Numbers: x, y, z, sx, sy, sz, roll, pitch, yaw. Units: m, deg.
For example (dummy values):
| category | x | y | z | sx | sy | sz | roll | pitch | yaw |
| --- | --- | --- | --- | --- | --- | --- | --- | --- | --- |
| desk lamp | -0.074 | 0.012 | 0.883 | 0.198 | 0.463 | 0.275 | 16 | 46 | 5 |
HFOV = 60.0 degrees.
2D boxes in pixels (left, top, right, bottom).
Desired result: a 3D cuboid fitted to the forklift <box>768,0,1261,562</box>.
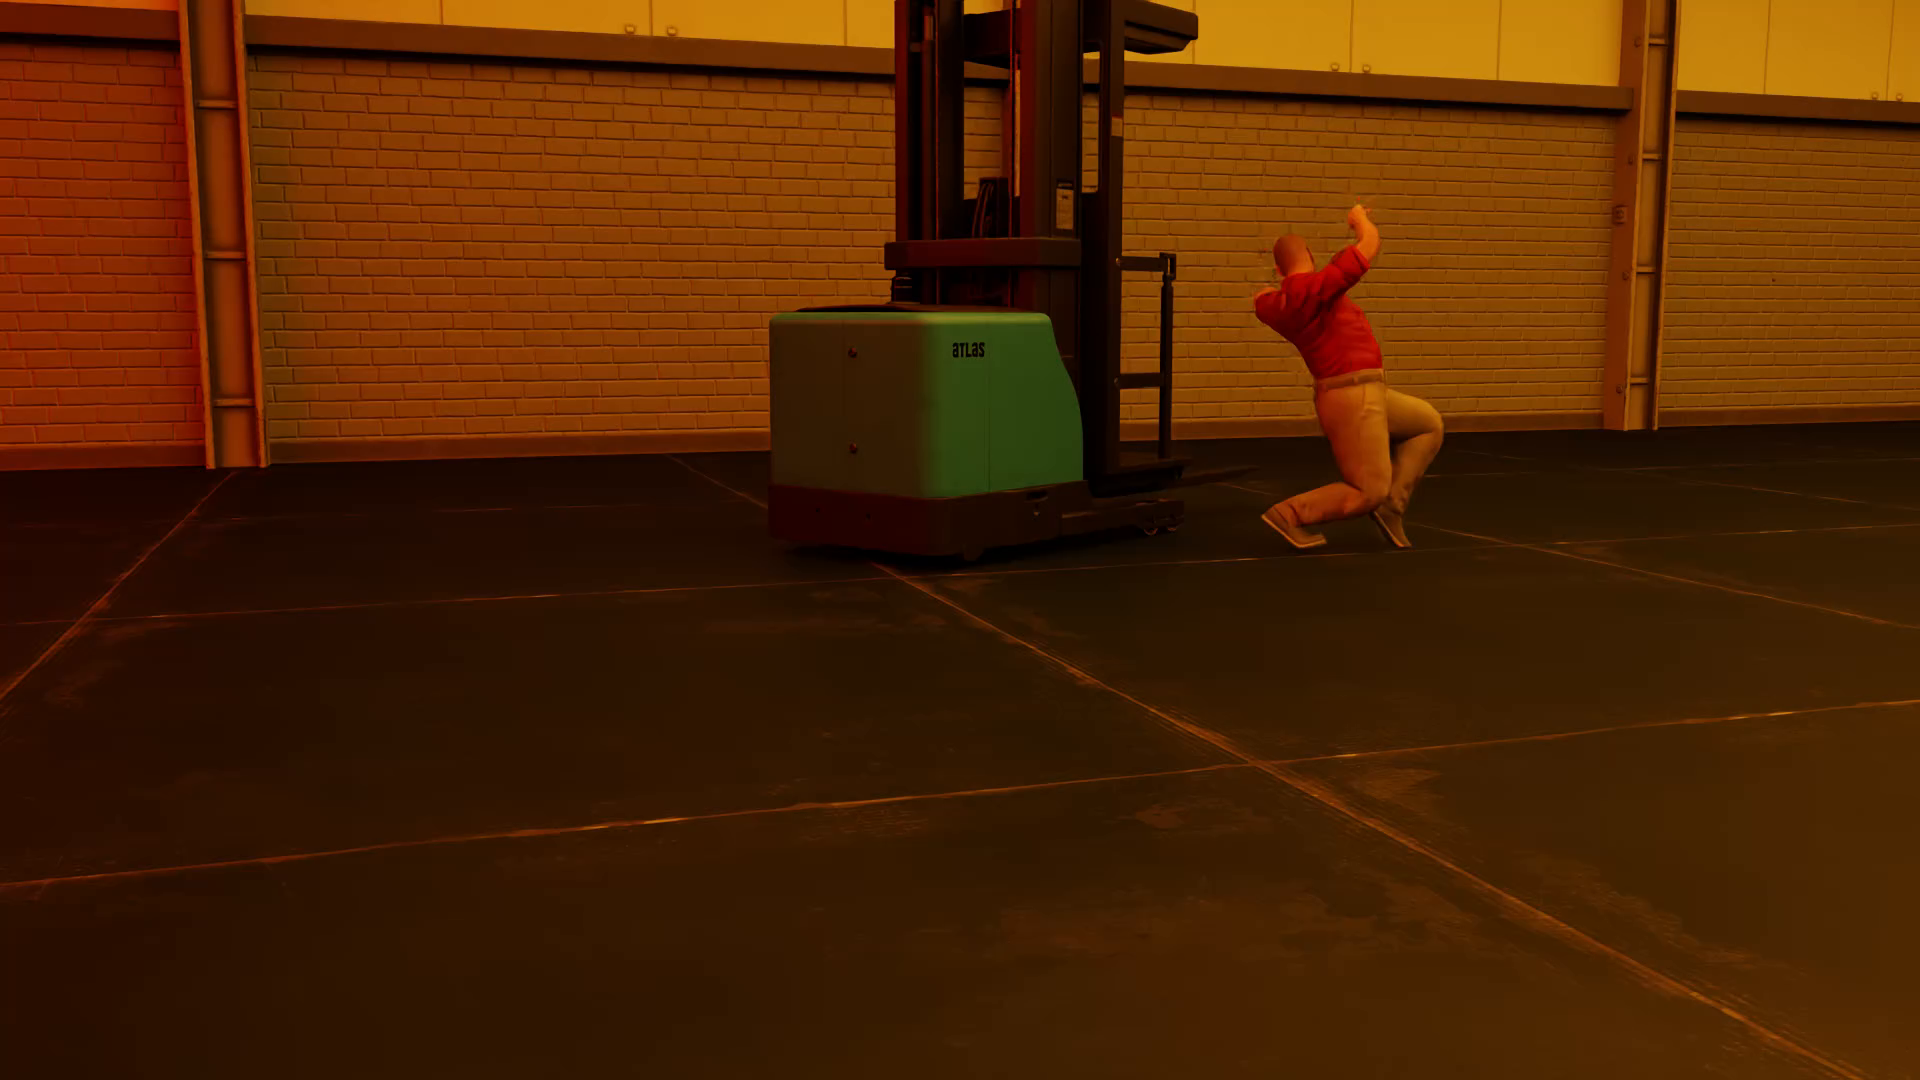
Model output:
| category | x | y | z | sx | sy | sz | roll | pitch | yaw |
| --- | --- | --- | --- | --- | --- | --- | --- | --- | --- |
| forklift | 0.459 | -1.510 | 8.154 | 1.130 | 2.935 | 3.031 | 6 | 10 | 39 |

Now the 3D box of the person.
| category | x | y | z | sx | sy | sz | roll | pitch | yaw |
| --- | --- | --- | --- | --- | --- | --- | --- | --- | --- |
| person | 1.807 | -0.741 | 7.764 | 0.860 | 1.601 | 1.108 | 1 | 8 | 5 |
